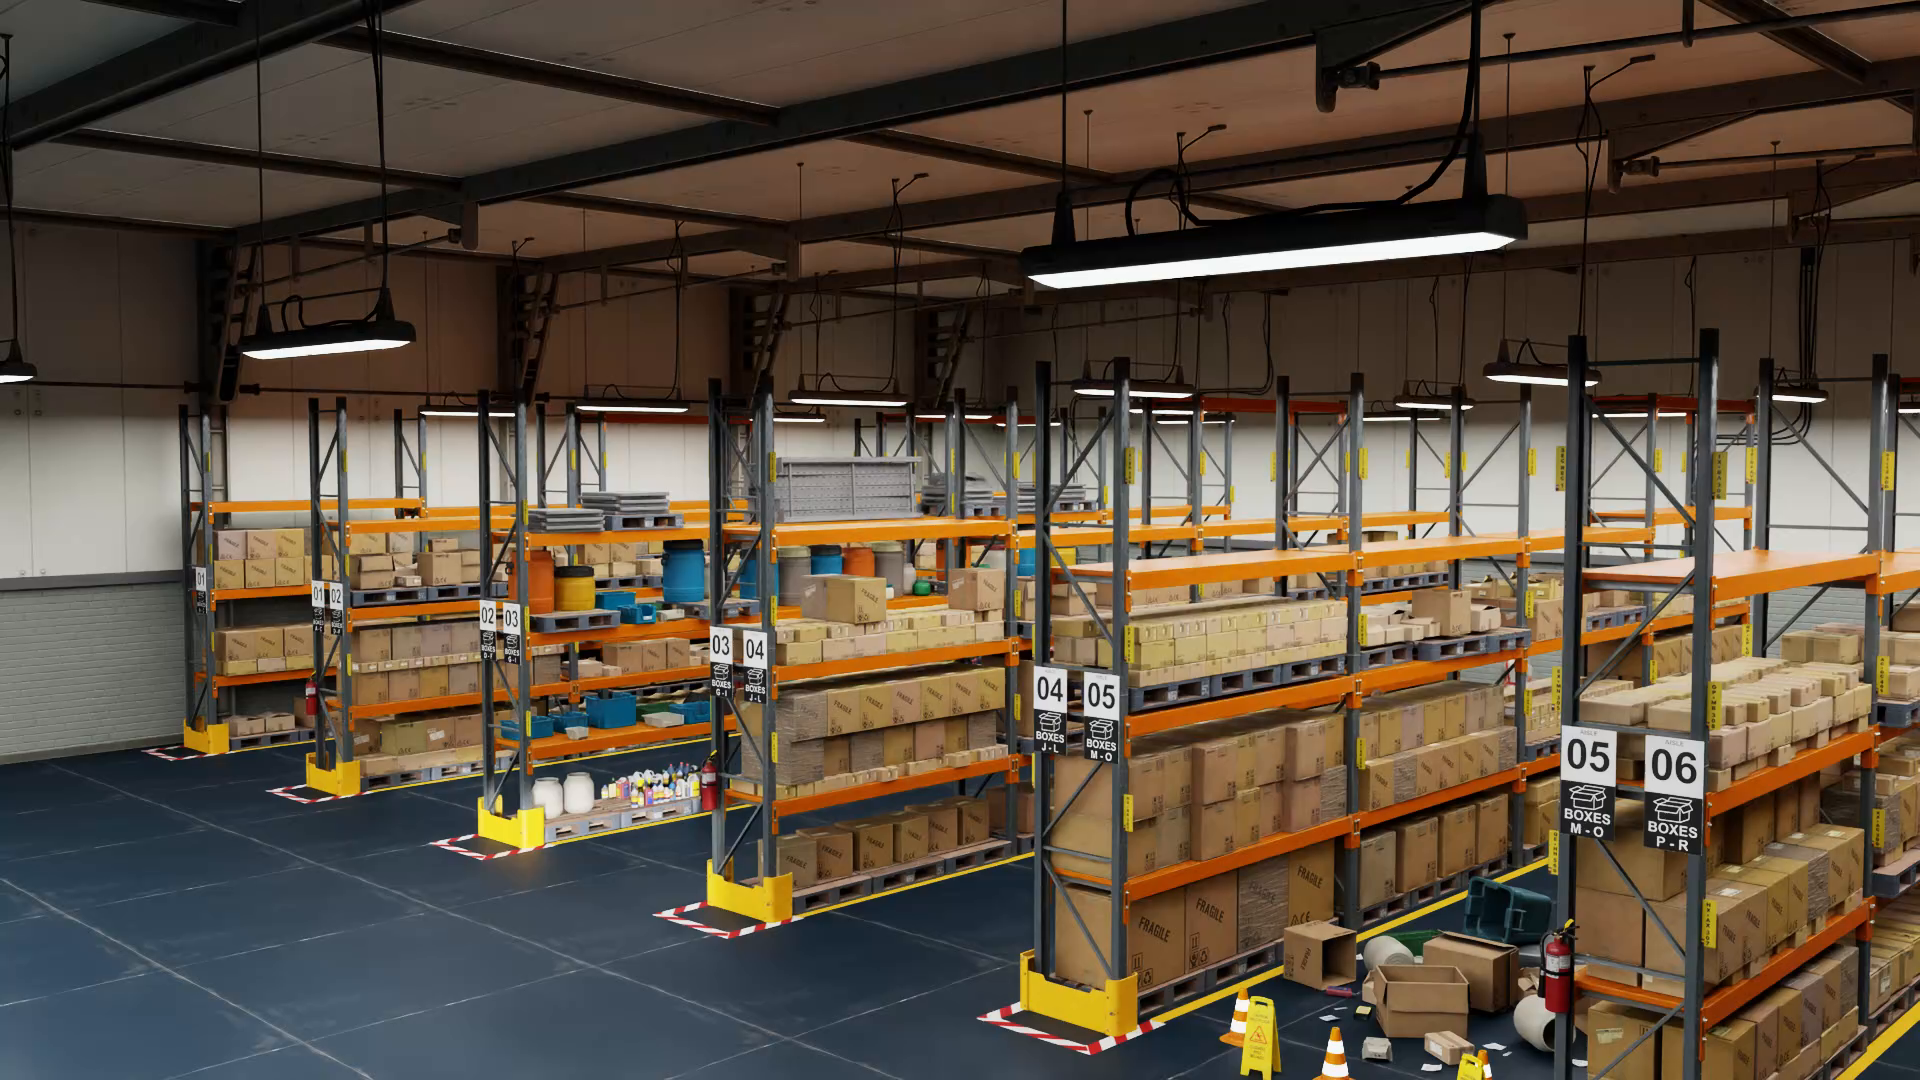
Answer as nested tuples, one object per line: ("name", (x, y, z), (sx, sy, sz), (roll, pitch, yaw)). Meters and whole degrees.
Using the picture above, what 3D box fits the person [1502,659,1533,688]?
("person", (9.898, 2.734, 29.400), (0.677, 1.787, 0.400), (2, 4, 39))

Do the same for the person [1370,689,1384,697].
("person", (6.269, 3.043, 25.285), (0.950, 1.545, 0.450), (-2, 4, -33))
